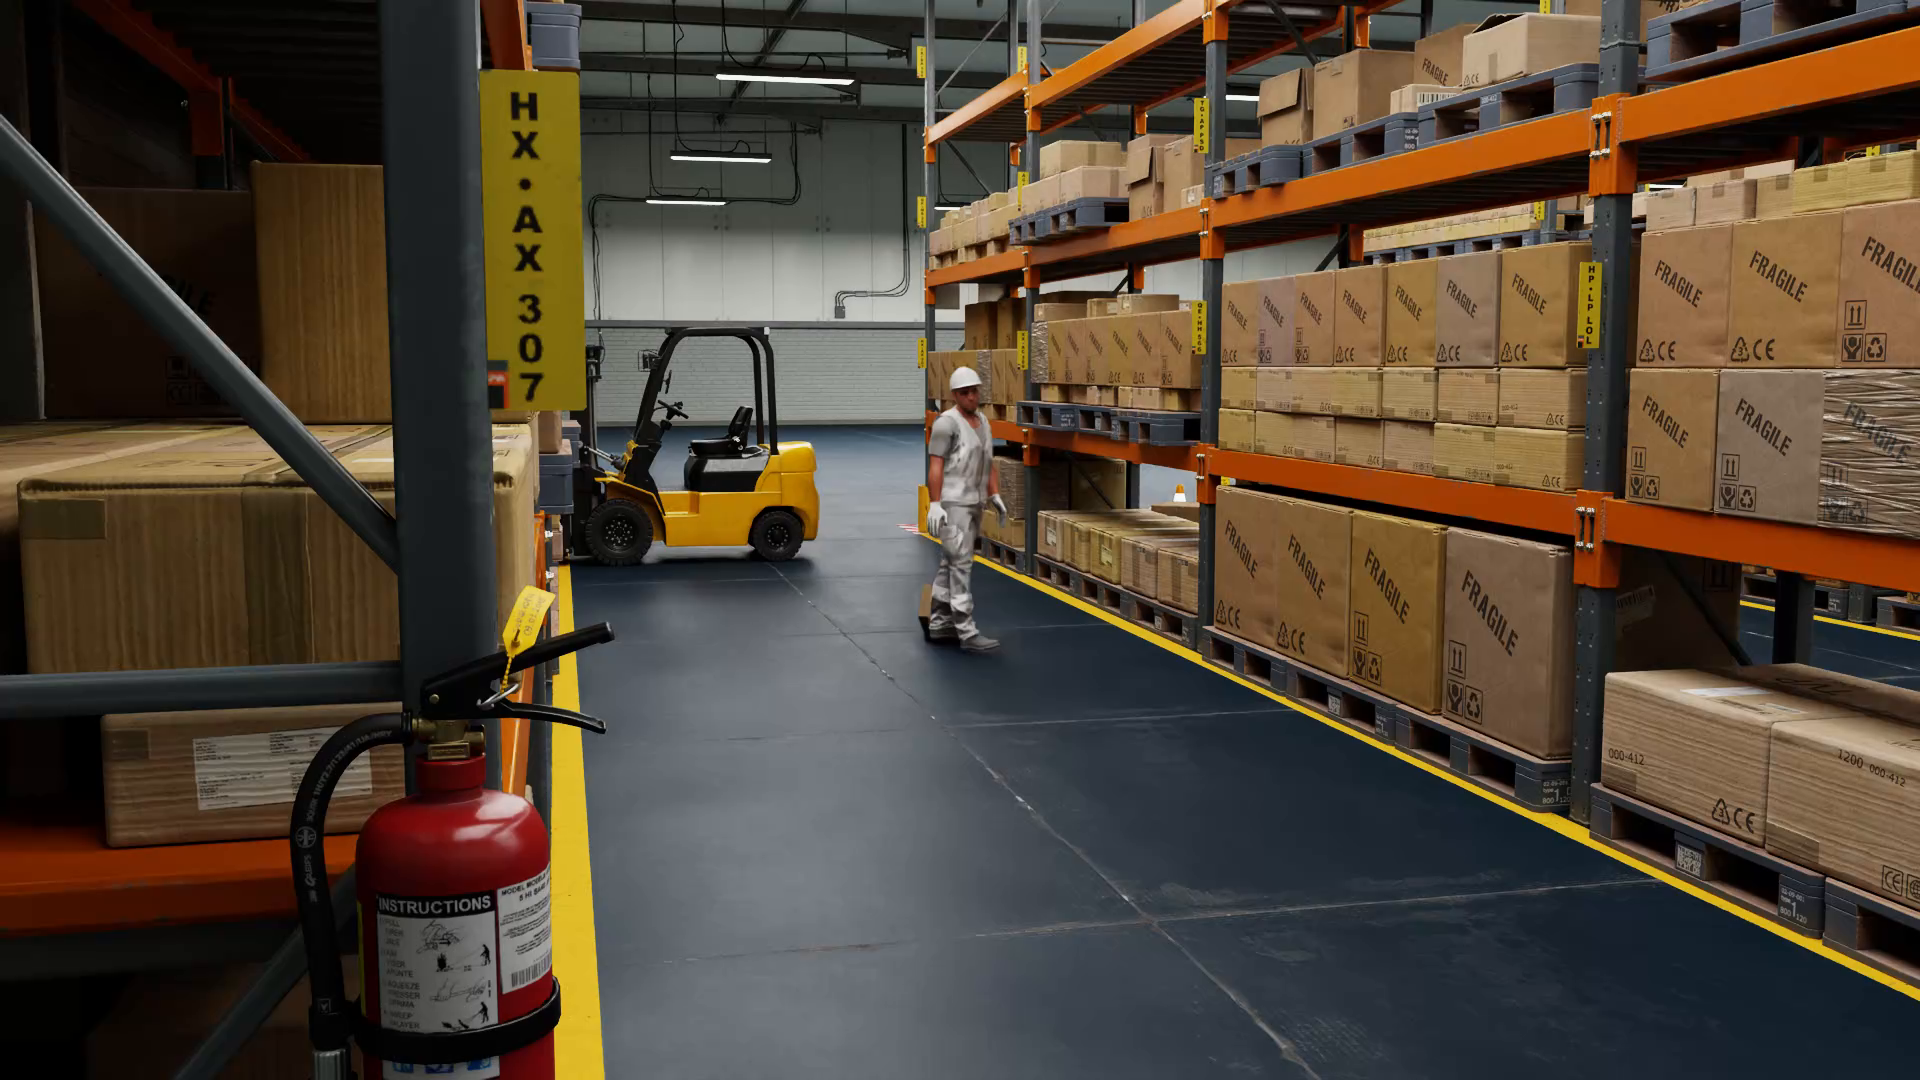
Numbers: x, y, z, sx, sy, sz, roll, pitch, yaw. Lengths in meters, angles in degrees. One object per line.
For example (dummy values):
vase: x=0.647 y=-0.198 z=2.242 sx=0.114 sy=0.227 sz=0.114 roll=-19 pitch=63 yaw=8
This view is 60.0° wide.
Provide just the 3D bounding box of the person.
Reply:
person: x=0.032 y=-0.200 z=10.521 sx=0.654 sy=1.783 sz=0.615 roll=4 pitch=7 yaw=31
